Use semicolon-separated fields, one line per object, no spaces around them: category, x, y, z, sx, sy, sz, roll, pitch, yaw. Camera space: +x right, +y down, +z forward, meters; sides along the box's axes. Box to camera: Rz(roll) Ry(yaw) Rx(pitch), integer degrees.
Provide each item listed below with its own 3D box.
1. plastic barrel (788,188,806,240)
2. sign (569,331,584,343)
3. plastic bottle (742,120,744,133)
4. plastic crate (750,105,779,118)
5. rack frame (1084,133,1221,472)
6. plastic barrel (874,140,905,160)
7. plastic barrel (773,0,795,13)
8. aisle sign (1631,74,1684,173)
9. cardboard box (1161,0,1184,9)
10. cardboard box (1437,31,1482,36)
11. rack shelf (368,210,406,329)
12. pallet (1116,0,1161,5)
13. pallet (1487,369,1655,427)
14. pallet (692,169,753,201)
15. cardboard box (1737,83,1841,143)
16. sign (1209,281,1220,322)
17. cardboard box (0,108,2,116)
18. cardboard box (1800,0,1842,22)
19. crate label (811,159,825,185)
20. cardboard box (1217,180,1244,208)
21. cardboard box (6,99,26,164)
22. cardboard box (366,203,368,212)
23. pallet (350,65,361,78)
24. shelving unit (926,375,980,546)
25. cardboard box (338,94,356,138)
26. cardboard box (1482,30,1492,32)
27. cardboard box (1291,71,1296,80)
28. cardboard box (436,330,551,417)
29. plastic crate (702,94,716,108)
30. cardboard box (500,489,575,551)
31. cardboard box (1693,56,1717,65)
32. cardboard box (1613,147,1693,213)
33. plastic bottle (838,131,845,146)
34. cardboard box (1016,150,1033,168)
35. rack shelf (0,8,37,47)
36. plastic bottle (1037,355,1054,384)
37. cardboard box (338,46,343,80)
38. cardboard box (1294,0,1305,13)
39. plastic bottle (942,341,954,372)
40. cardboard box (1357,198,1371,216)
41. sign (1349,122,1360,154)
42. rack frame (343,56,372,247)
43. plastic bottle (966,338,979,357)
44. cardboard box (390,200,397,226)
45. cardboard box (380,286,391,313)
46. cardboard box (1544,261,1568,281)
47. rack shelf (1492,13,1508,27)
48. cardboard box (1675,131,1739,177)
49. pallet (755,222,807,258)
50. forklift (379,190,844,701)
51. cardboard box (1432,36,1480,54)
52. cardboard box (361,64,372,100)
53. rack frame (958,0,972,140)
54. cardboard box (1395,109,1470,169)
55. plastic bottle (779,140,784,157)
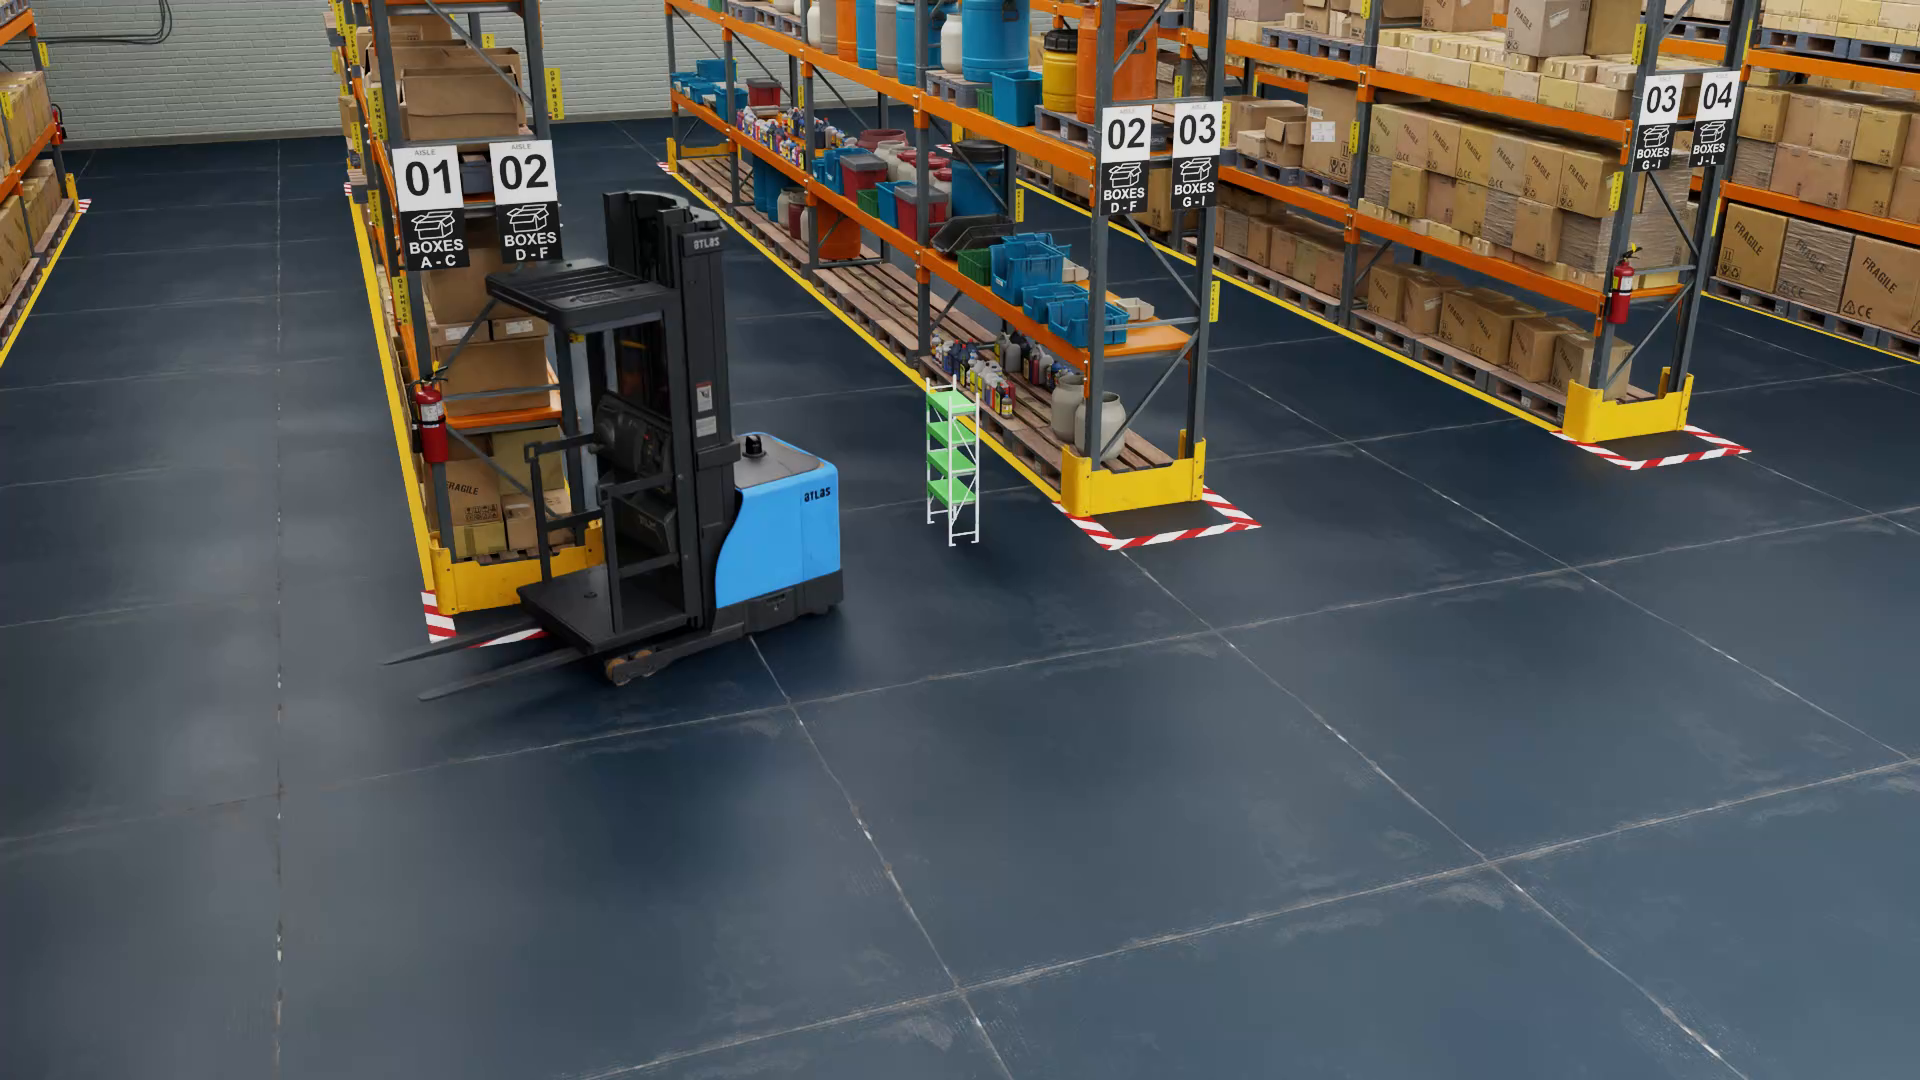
plastic barrel;-1.935;-4.254;21.668;0.600;0.588;0.708;-8;24;-19
sign;-2.635;-1.510;11.378;0.100;0.325;0.005;-8;24;-19
plastic bottle;-2.925;-5.668;22.715;0.097;0.201;0.097;0;23;0
plastic crate;-2.791;-6.134;23.827;0.396;0.136;0.243;-8;24;-19
rack frame;1.479;-1.679;12.995;1.000;3.000;0.127;-8;24;-19
plastic barrel;-0.784;-4.293;19.053;0.421;0.512;0.421;0;23;0
plastic barrel;-2.114;-6.848;20.681;0.433;0.535;0.433;0;23;0
aisle sign;5.854;-3.493;13.952;0.394;0.787;0.004;-8;24;-19
cardboard box;3.004;-7.101;21.322;0.797;0.503;0.637;-7;24;-16
cardboard box;5.094;-5.121;16.979;0.380;0.149;0.250;-8;24;-18
rack shelf;-5.276;-2.849;16.698;1.077;0.370;4.000;-8;24;-19
pallet;2.612;-7.193;22.459;1.003;0.211;1.213;-7;24;-17
pallet;5.832;-1.401;15.927;1.003;0.211;1.213;-8;24;-19
pallet;-3.491;-5.460;25.556;1.003;0.211;1.213;-8;24;-19
cardboard box;9.474;-4.884;19.015;0.875;0.550;0.550;-8;24;-19
sign;1.995;-1.881;13.117;0.100;0.325;0.005;-8;24;-19
cardboard box;-11.624;-5.083;19.569;0.500;0.250;0.500;-8;24;-18
cardboard box;9.466;-5.746;17.924;0.500;0.250;0.500;-9;24;-19
crate label;-1.549;-4.304;19.439;0.303;0.233;0.416;-8;24;-19
cardboard box;3.551;-4.423;21.191;0.500;0.250;0.500;-7;24;-17
cardboard box;-12.205;-5.018;20.530;0.980;0.700;0.700;-8;24;-18
cardboard box;-7.099;-4.185;20.627;0.500;0.250;0.500;-8;24;-19
pallet;-5.659;-4.968;17.181;1.213;0.211;1.003;-7;24;-17
shelving unit;-0.058;-0.613;12.783;0.258;1.200;0.503;-8;24;-19
cardboard box;-7.437;-5.398;21.149;0.700;0.500;0.500;-18;29;-36
cardboard box;9.837;-9.184;30.673;0.500;0.500;0.500;-9;24;-20
cardboard box;5.766;-7.794;27.827;0.380;0.149;0.250;-9;24;-20
cardboard box;-3.309;-1.218;11.773;0.700;0.500;0.500;-8;24;-19
plastic crate;-3.656;-6.537;24.783;0.293;0.136;0.466;-8;24;-19
cardboard box;-3.137;-0.153;12.373;0.500;0.250;0.500;-8;24;-19
cardboard box;11.772;-7.651;25.747;0.500;0.500;0.500;-8;24;-19
cardboard box;6.173;-3.240;14.899;0.500;0.500;0.500;-8;24;-19
plastic bottle;-1.505;-5.074;21.217;0.097;0.271;0.097;0;23;0
cardboard box;1.397;-6.511;26.655;0.875;0.875;0.875;-8;24;-19
rack shelf;-12.735;-6.457;21.396;1.077;0.370;4.000;-8;24;-19
plastic bottle;0.799;-1.639;15.840;0.152;0.276;0.135;-8;24;-18
cardboard box;-8.534;-6.752;23.616;0.500;0.500;0.500;-8;24;-18
cardboard box;4.041;-6.418;19.605;0.500;0.500;0.500;-8;24;-18
plastic bottle;-0.092;-1.790;16.200;0.152;0.276;0.135;-7;24;-17
cardboard box;4.494;-3.577;17.821;0.380;0.149;0.250;-8;24;-19
sign;4.182;-4.268;17.647;0.100;0.325;0.005;-8;24;-19
rack frame;-7.395;-5.361;21.731;1.000;3.000;0.127;-8;24;-19
plastic bottle;0.098;-1.784;16.089;0.144;0.351;0.185;-8;24;-19
cardboard box;-5.848;-3.515;17.466;0.500;0.311;0.500;-9;24;-20
cardboard box;-5.700;-2.487;17.189;0.500;0.311;0.500;-9;24;-20
cardboard box;5.595;-2.493;15.249;0.380;0.149;0.250;-8;24;-19
rack shelf;7.256;-7.687;24.313;1.077;0.370;4.000;-8;24;-19
cardboard box;8.941;-4.655;19.927;0.500;0.500;0.500;-8;24;-19
pallet;-2.092;-4.024;22.150;1.003;0.211;1.213;-8;24;-19
forklift;-2.280;-0.651;10.645;3.031;2.935;1.130;-18;29;-36
cardboard box;4.887;-4.876;16.399;0.380;0.149;0.250;-8;24;-17
cardboard box;-4.447;-3.638;13.175;0.500;0.311;0.500;-10;25;-22
rack frame;0.461;-8.172;28.401;1.000;3.000;0.127;-8;24;-19
cardboard box;4.799;-4.076;16.883;0.500;0.500;0.500;-8;24;-19
plastic bottle;-2.235;-4.959;21.032;0.097;0.201;0.097;0;23;0
